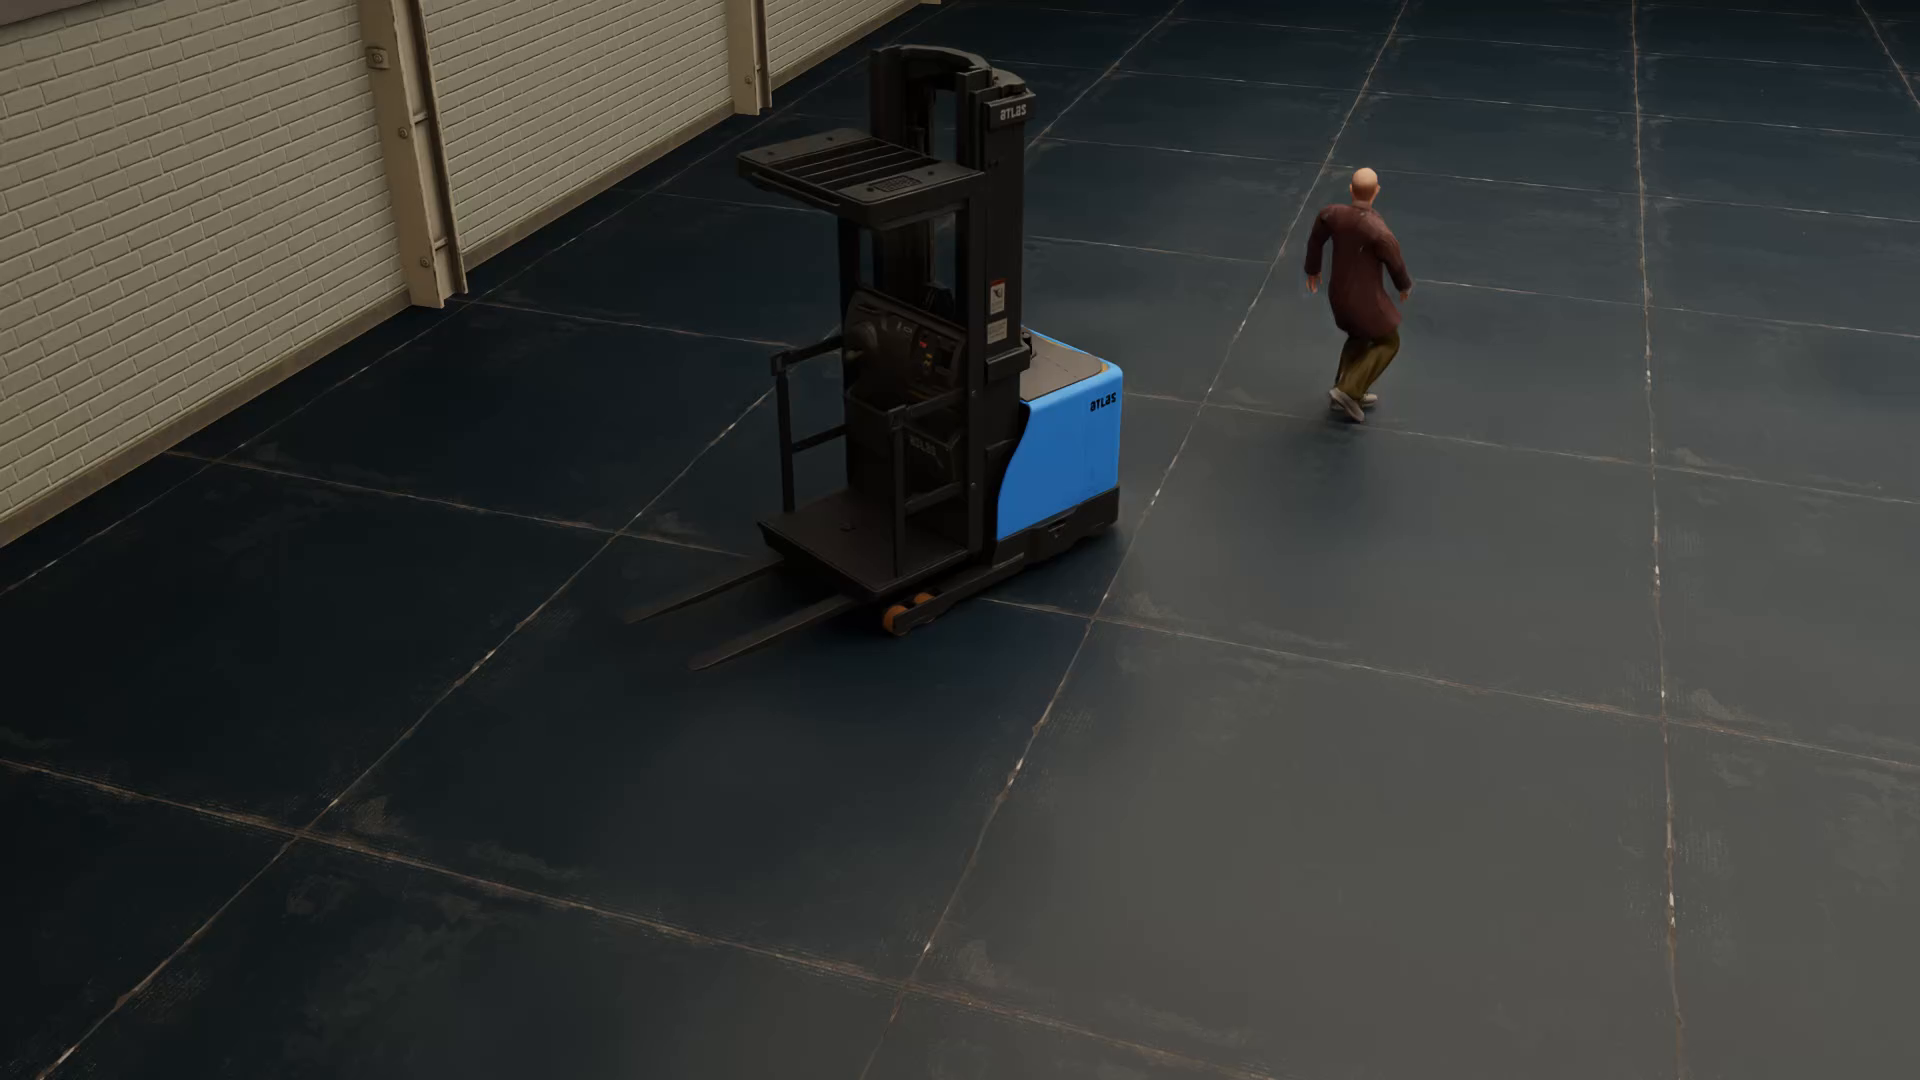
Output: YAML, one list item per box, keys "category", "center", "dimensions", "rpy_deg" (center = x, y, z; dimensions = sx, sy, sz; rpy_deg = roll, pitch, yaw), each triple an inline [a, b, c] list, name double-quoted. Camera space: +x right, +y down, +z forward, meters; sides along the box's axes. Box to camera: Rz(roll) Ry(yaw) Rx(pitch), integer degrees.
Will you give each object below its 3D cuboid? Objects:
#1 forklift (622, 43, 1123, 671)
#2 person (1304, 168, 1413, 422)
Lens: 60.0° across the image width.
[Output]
- category: "forklift"
  center: [-0.465, -1.038, 8.957]
  dimensions: [3.031, 2.935, 1.130]
  rpy_deg: [-24, 38, -36]
- category: "person"
  center: [2.697, -1.684, 11.307]
  dimensions: [0.553, 1.739, 0.810]
  rpy_deg: [-14, 32, -22]
